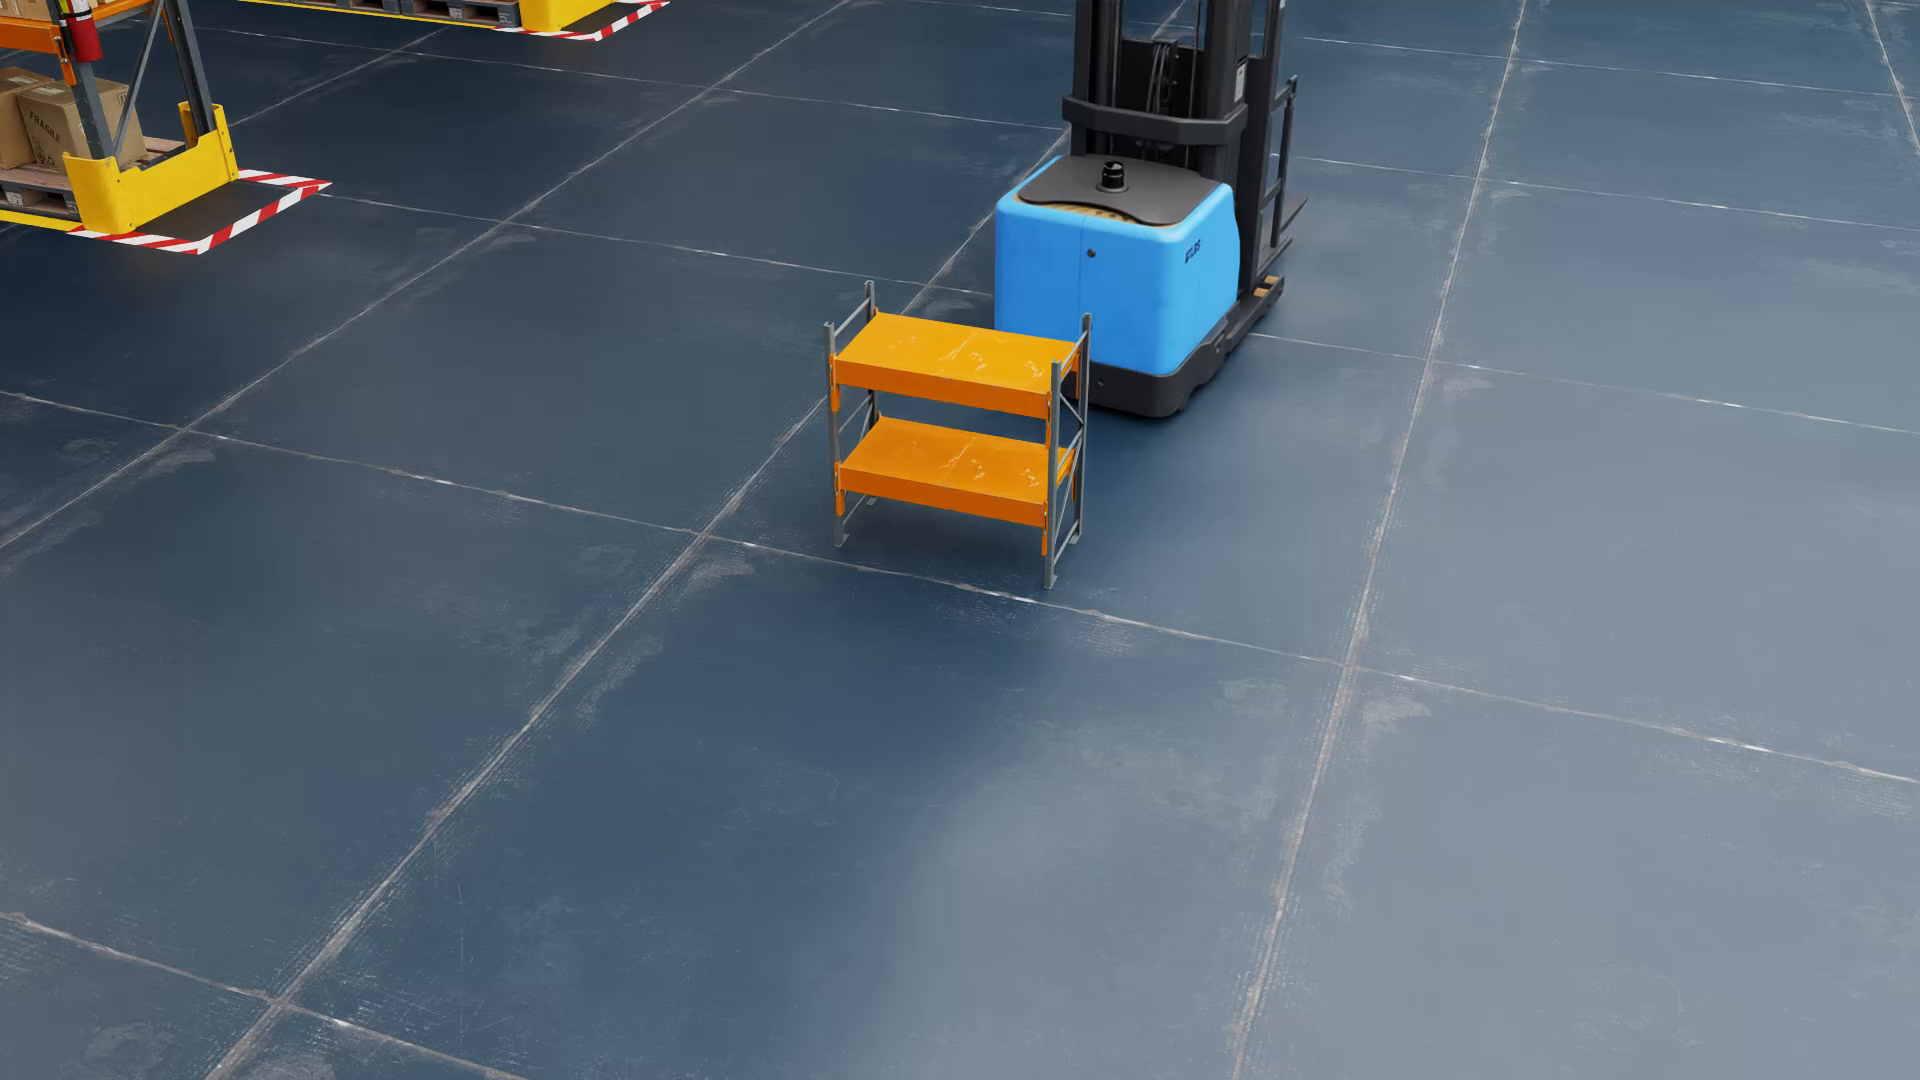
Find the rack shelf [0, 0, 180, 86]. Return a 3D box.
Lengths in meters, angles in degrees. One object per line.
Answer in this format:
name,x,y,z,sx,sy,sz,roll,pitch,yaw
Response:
rack shelf,-7.228,-3.616,11.249,4.000,0.370,1.077,11,34,16

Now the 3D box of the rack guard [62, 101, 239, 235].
rack guard,-5.417,-2.516,11.187,0.348,0.500,1.175,11,34,16

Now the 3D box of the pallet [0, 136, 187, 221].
pallet,-6.169,-2.562,11.523,1.213,0.211,1.003,11,34,16

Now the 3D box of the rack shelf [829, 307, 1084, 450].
rack shelf,-0.006,-0.720,7.288,1.000,0.278,0.538,11,34,16

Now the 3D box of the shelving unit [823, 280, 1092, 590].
shelving unit,-0.006,-0.474,7.447,1.048,1.125,0.538,11,34,16

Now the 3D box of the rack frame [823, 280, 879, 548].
rack frame,-0.485,-0.567,7.591,0.032,1.125,0.500,11,34,16

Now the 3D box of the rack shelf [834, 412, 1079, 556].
rack shelf,-0.006,-0.268,7.579,1.000,0.278,0.538,11,34,16

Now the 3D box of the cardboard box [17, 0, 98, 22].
cardboard box,-5.683,-3.394,10.473,0.250,0.149,0.380,11,34,16

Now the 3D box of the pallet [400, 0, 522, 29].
pallet,-4.356,-5.002,15.302,1.213,0.211,1.003,11,34,16

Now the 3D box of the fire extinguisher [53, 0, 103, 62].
fire extinguisher,-5.393,-3.264,10.111,0.183,0.674,0.296,11,34,16

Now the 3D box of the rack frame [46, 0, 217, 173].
rack frame,-5.345,-3.553,10.487,0.127,3.000,1.000,11,34,16

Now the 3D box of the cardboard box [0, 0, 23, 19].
cardboard box,-5.918,-3.440,10.544,0.250,0.149,0.380,11,34,16

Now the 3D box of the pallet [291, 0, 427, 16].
pallet,-5.500,-5.226,15.649,1.213,0.211,1.003,11,34,16

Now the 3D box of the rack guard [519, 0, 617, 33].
rack guard,-3.554,-5.012,15.052,0.348,0.500,1.175,11,34,16

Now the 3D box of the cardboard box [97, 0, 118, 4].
cardboard box,-5.533,-3.621,10.824,0.250,0.149,0.380,11,34,16

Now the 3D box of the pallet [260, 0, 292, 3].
pallet,-6.653,-5.448,15.994,1.213,0.211,1.003,11,34,16

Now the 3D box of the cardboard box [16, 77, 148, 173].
cardboard box,-5.927,-2.802,11.241,0.500,0.500,0.500,18,37,25

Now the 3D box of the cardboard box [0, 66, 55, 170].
cardboard box,-6.502,-2.894,11.384,0.500,0.500,0.500,21,38,29

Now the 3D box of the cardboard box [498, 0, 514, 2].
cardboard box,-4.237,-5.441,14.983,0.875,0.875,0.875,11,35,17

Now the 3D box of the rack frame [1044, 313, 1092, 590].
rack frame,0.472,-0.381,7.303,0.032,1.125,0.500,11,34,16

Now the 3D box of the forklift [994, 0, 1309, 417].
forklift,1.284,-2.645,9.145,1.130,2.935,3.031,15,36,22
